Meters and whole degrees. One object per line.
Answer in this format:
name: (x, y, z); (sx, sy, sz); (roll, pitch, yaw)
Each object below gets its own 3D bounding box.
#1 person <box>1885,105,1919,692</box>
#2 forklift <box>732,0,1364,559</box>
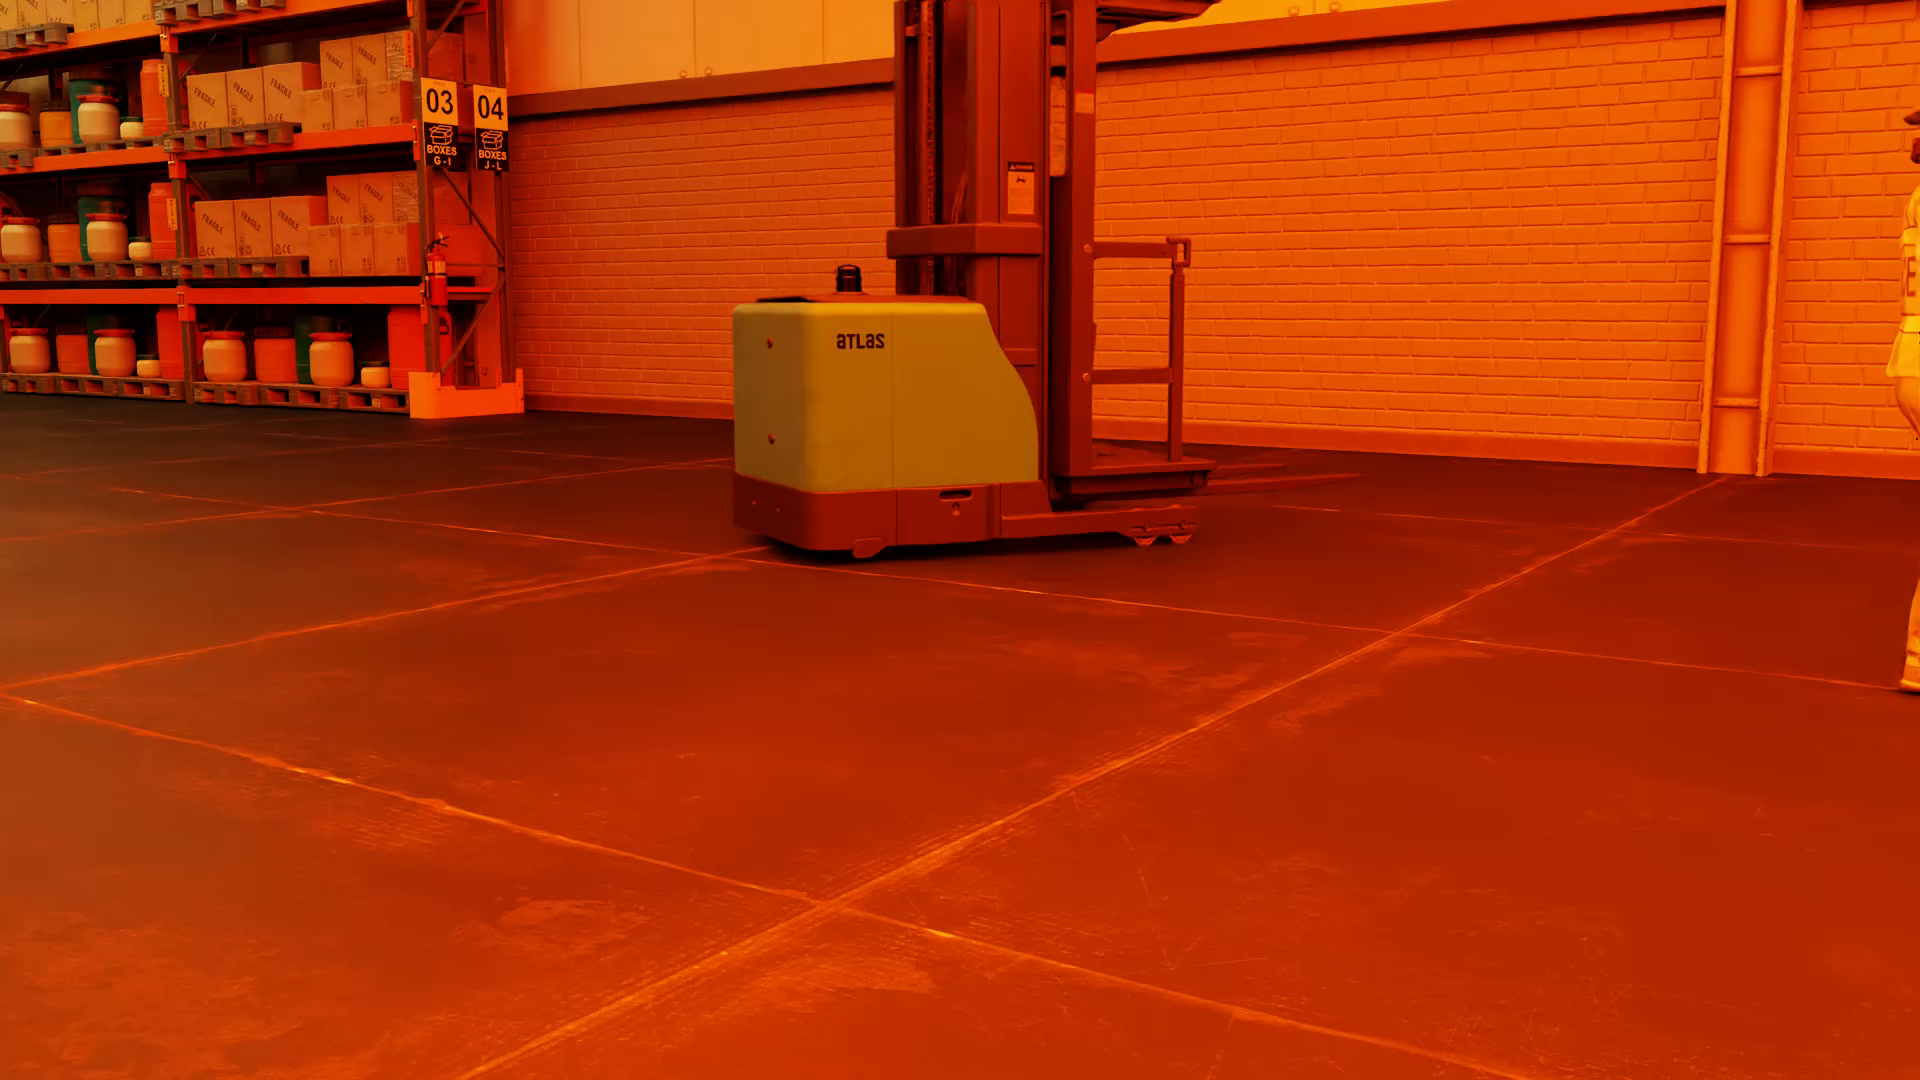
person: (2.805, -0.407, 4.591); (0.452, 1.713, 0.567); (4, 9, 25)
forklift: (0.510, -1.493, 7.692); (3.031, 2.935, 1.130); (-4, 9, -27)
